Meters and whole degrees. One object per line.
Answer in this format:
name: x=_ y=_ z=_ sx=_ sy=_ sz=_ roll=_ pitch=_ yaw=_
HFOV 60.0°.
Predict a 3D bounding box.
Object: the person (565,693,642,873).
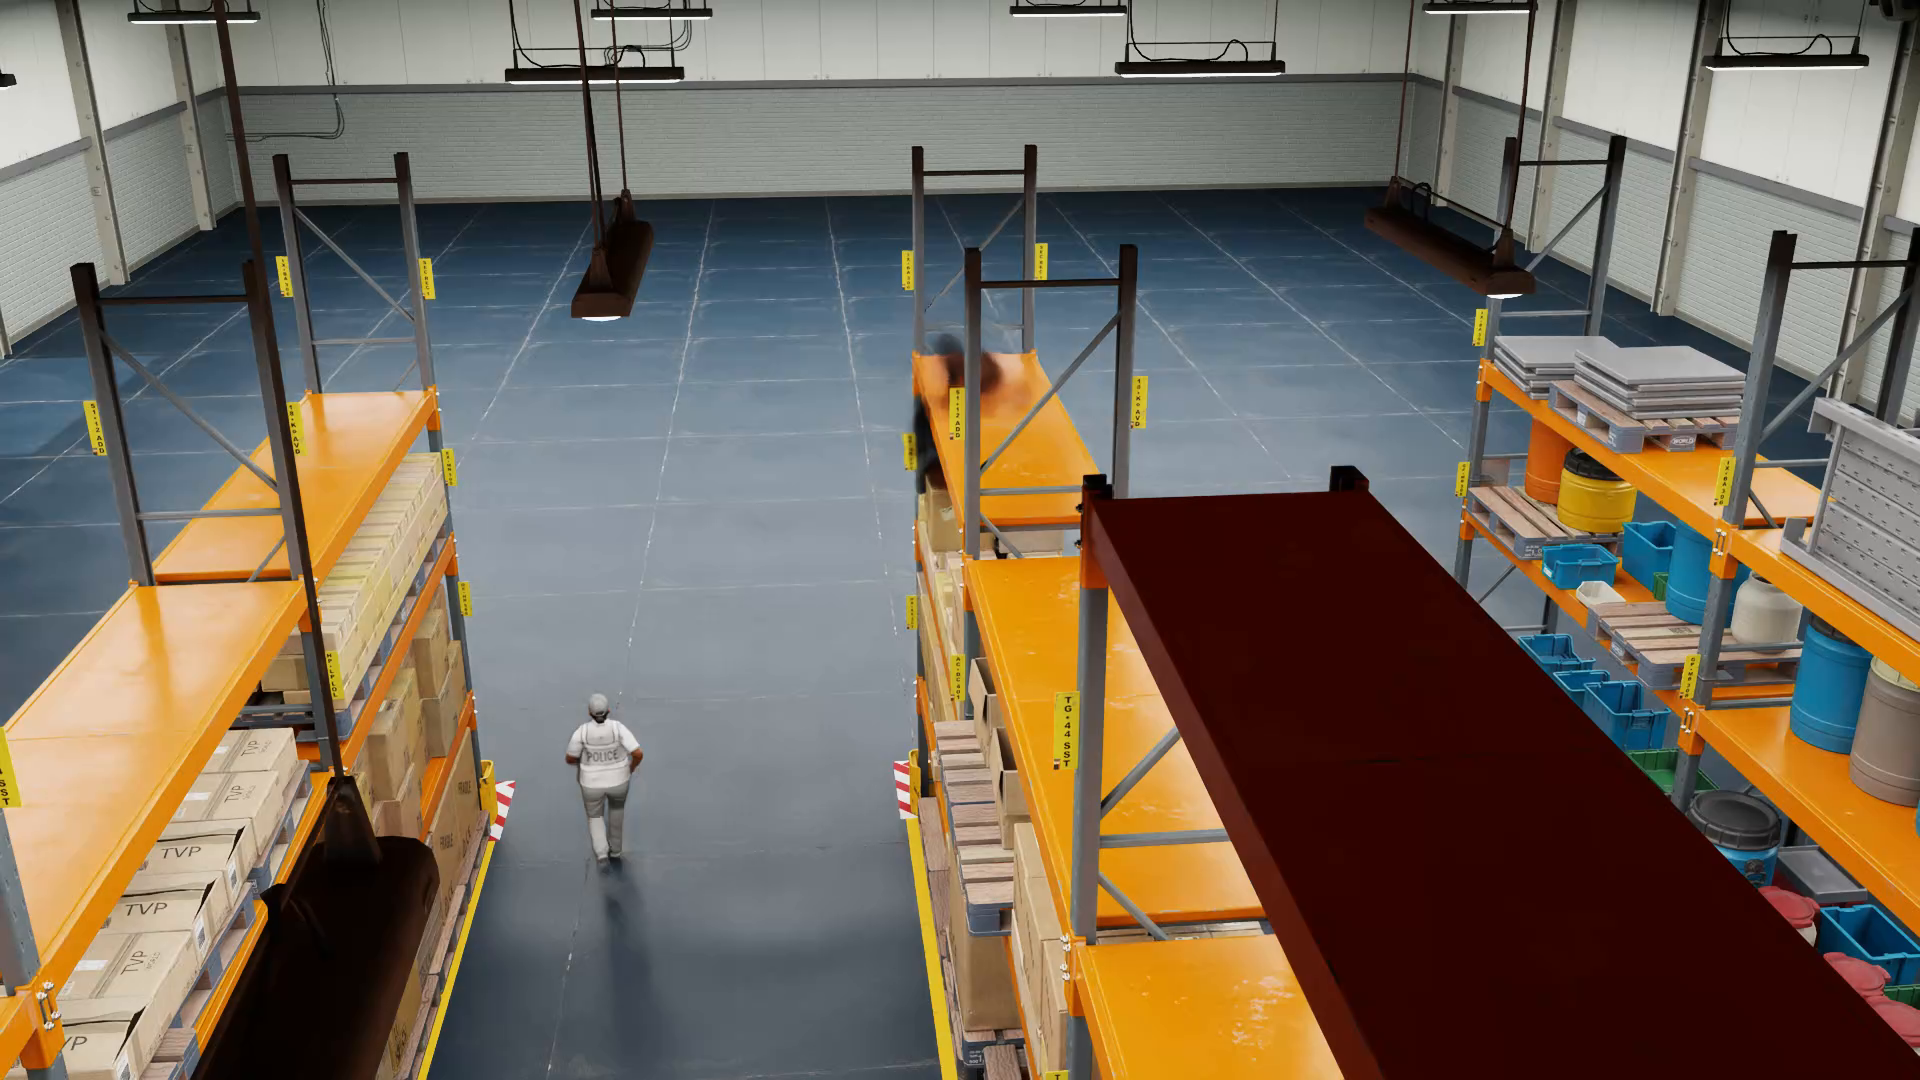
person: x=-3.026 y=2.067 z=14.202 sx=0.638 sy=1.641 sz=0.746 roll=-6 pitch=22 yaw=-14
